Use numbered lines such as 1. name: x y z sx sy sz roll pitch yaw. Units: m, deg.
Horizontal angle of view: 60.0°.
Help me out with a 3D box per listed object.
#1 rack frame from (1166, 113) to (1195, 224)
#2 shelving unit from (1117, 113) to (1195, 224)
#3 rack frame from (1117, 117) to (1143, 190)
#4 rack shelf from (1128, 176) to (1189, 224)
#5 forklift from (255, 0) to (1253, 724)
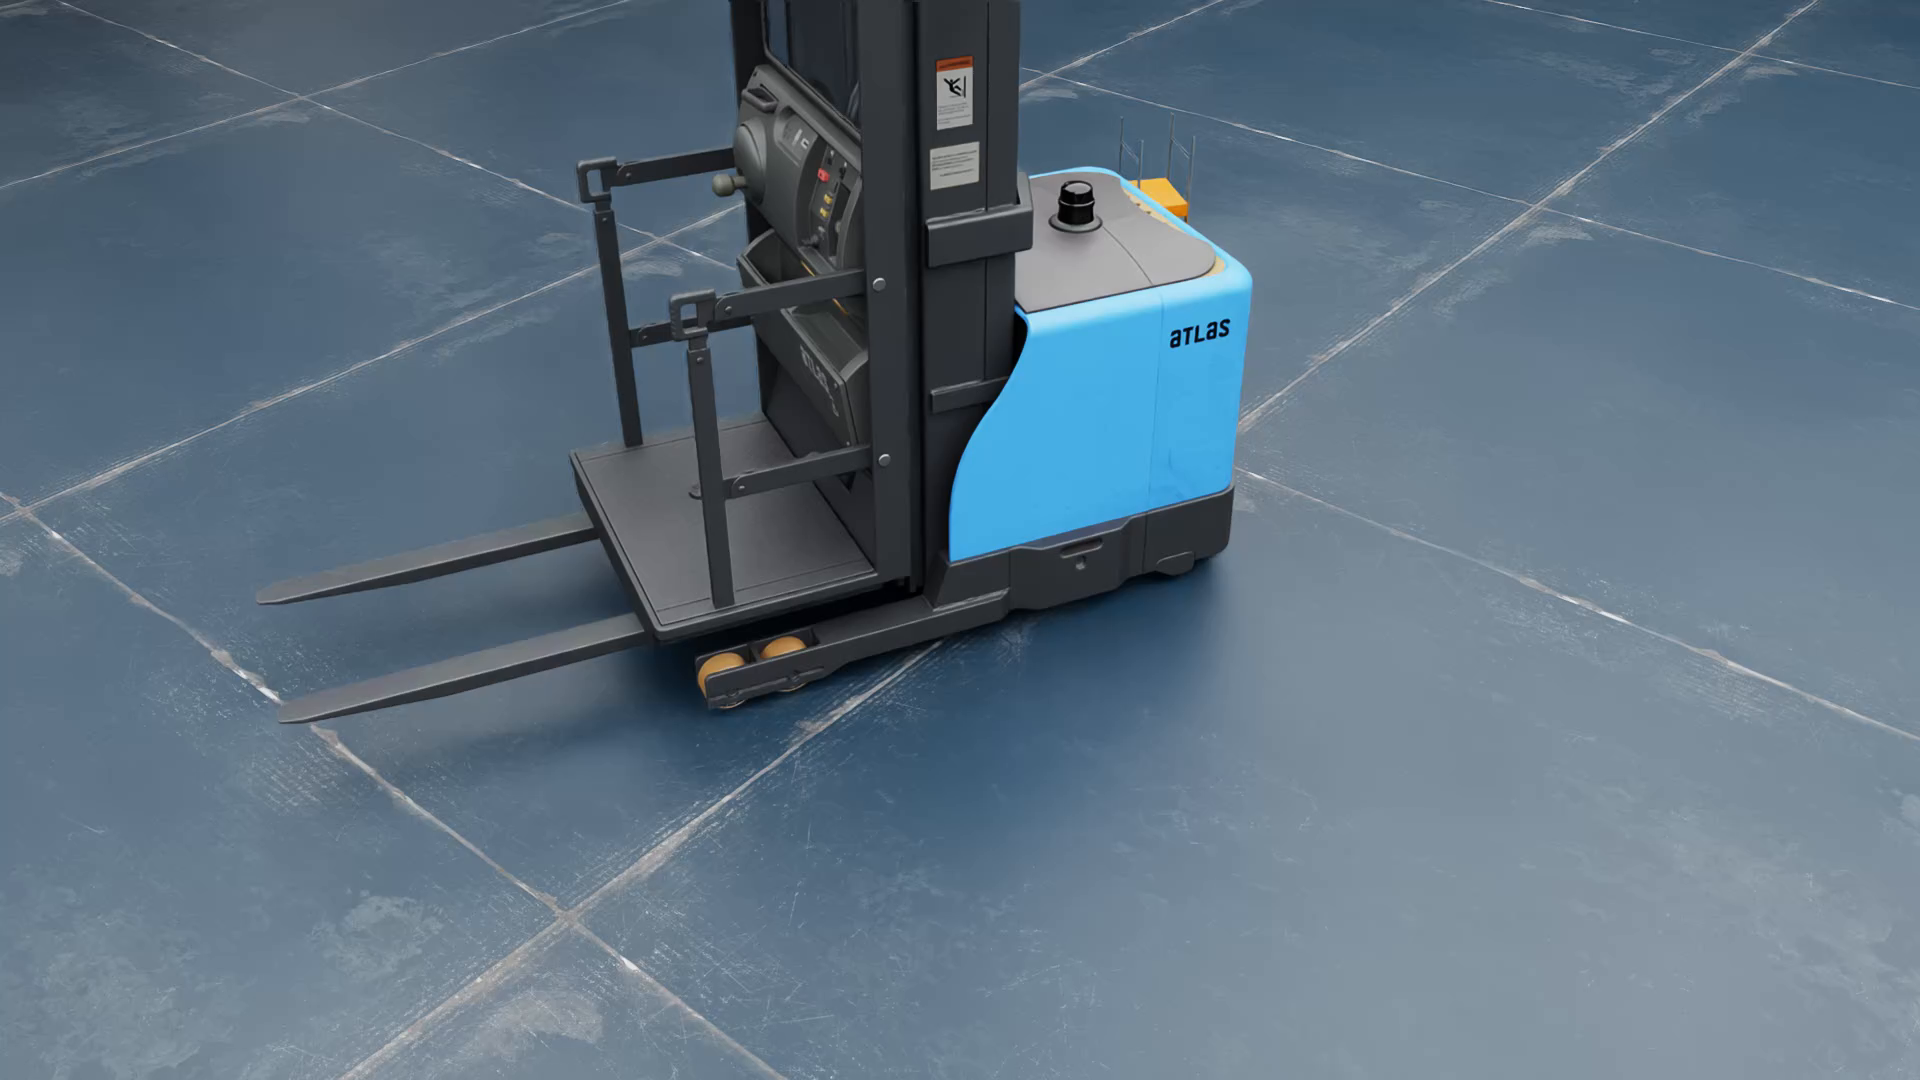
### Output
1. rack frame: 0.764 -0.931 6.046 0.006 1.200 0.240 -7 35 -10
2. shelving unit: 0.675 -0.920 6.029 0.189 1.200 0.258 -7 35 -10
3. rack frame: 0.586 -0.908 6.013 0.006 1.200 0.240 -7 35 -10
4. rack shelf: 0.675 -1.180 5.850 0.180 0.103 0.258 -7 35 -10
5. forklift: -0.652 -1.041 4.677 3.031 2.935 1.130 -14 37 -20
